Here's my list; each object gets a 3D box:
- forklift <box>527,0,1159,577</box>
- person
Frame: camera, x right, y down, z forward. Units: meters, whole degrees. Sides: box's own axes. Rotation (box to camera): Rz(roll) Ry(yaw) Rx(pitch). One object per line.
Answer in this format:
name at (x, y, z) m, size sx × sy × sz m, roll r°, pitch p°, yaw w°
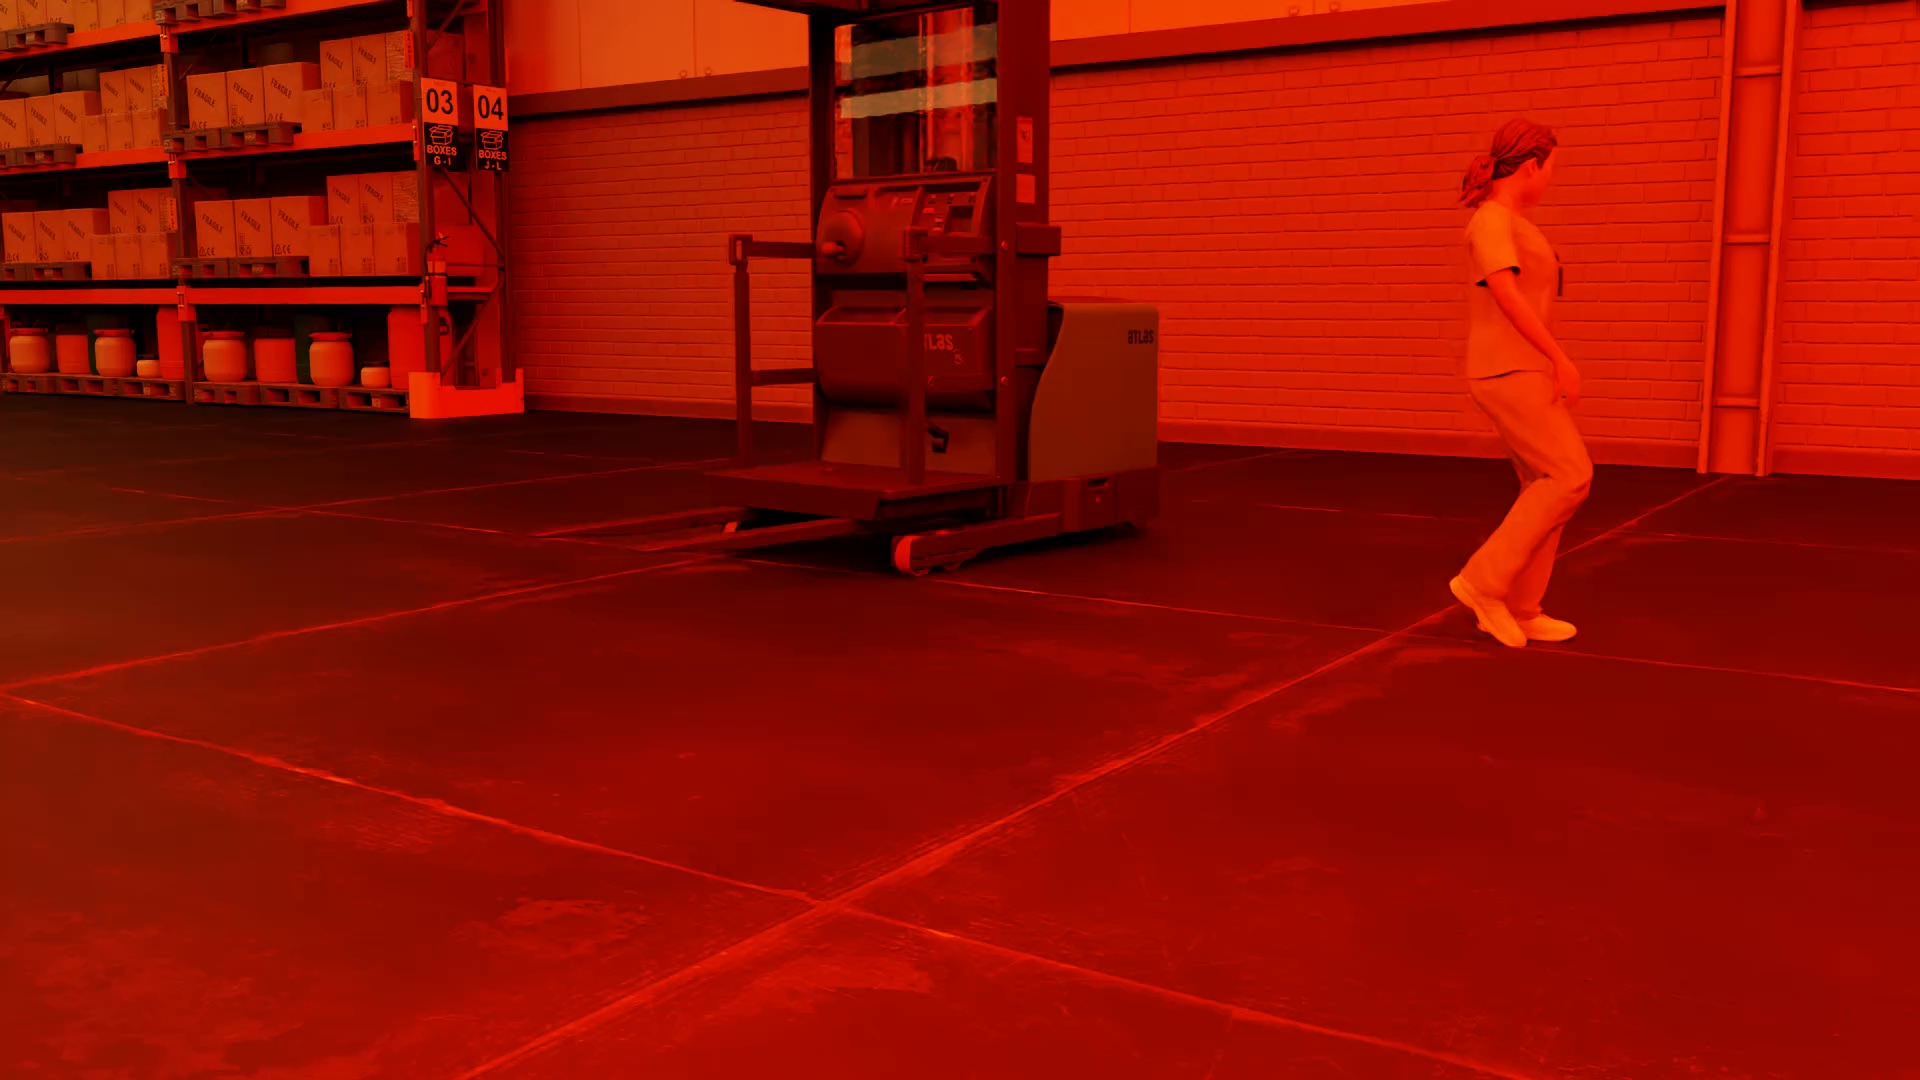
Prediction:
forklift at (-0.382, -1.385, 6.930) m, size 1.130 × 2.935 × 3.031 m, roll 7°, pitch 10°, yaw 39°
person at (1.817, -0.504, 5.325) m, size 0.473 × 1.651 × 0.689 m, roll 4°, pitch 9°, yaw 28°
